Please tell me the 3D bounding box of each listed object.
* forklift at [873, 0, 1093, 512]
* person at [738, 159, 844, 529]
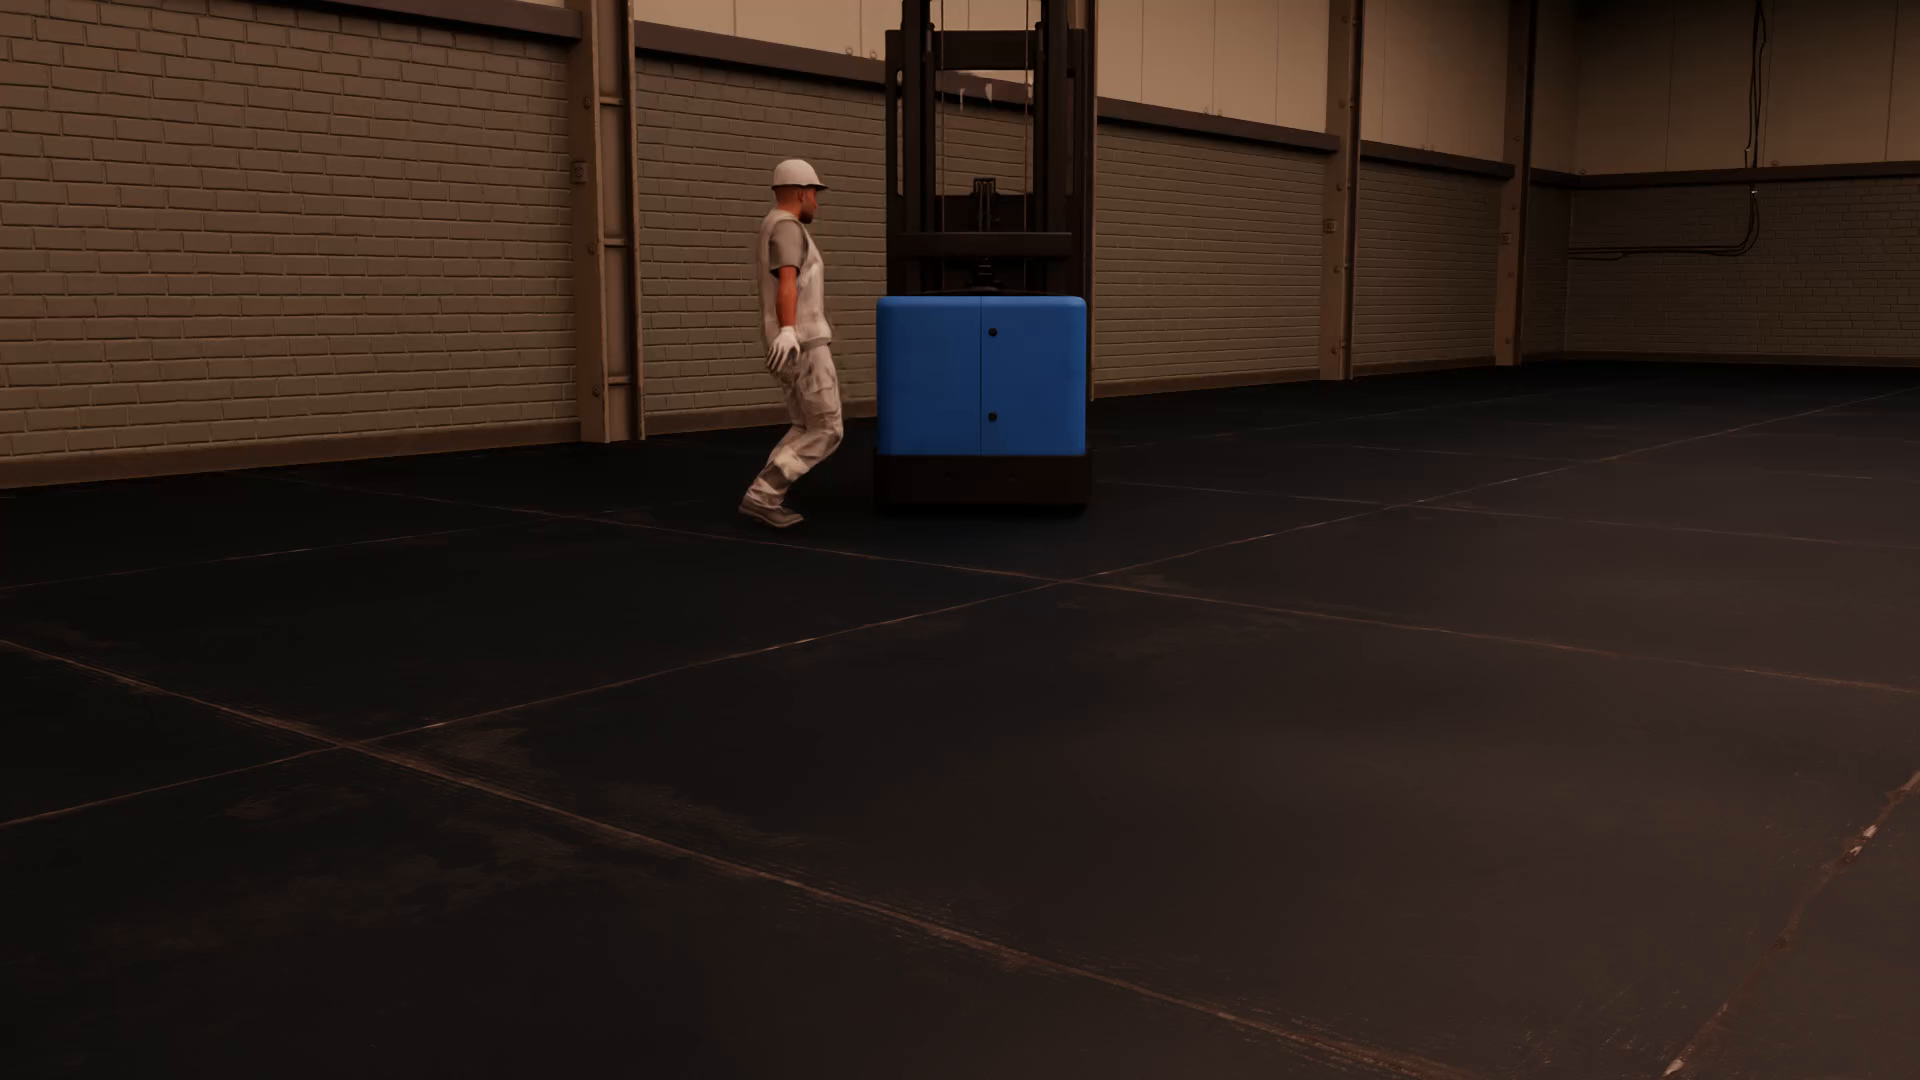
[{"bbox_3d":[0.146,-1.771,9.381,1.130,2.935,3.031,0,8,2],"label":"forklift"},{"bbox_3d":[-0.798,-0.887,7.616,0.484,1.697,0.911,-2,8,-11],"label":"person"}]
